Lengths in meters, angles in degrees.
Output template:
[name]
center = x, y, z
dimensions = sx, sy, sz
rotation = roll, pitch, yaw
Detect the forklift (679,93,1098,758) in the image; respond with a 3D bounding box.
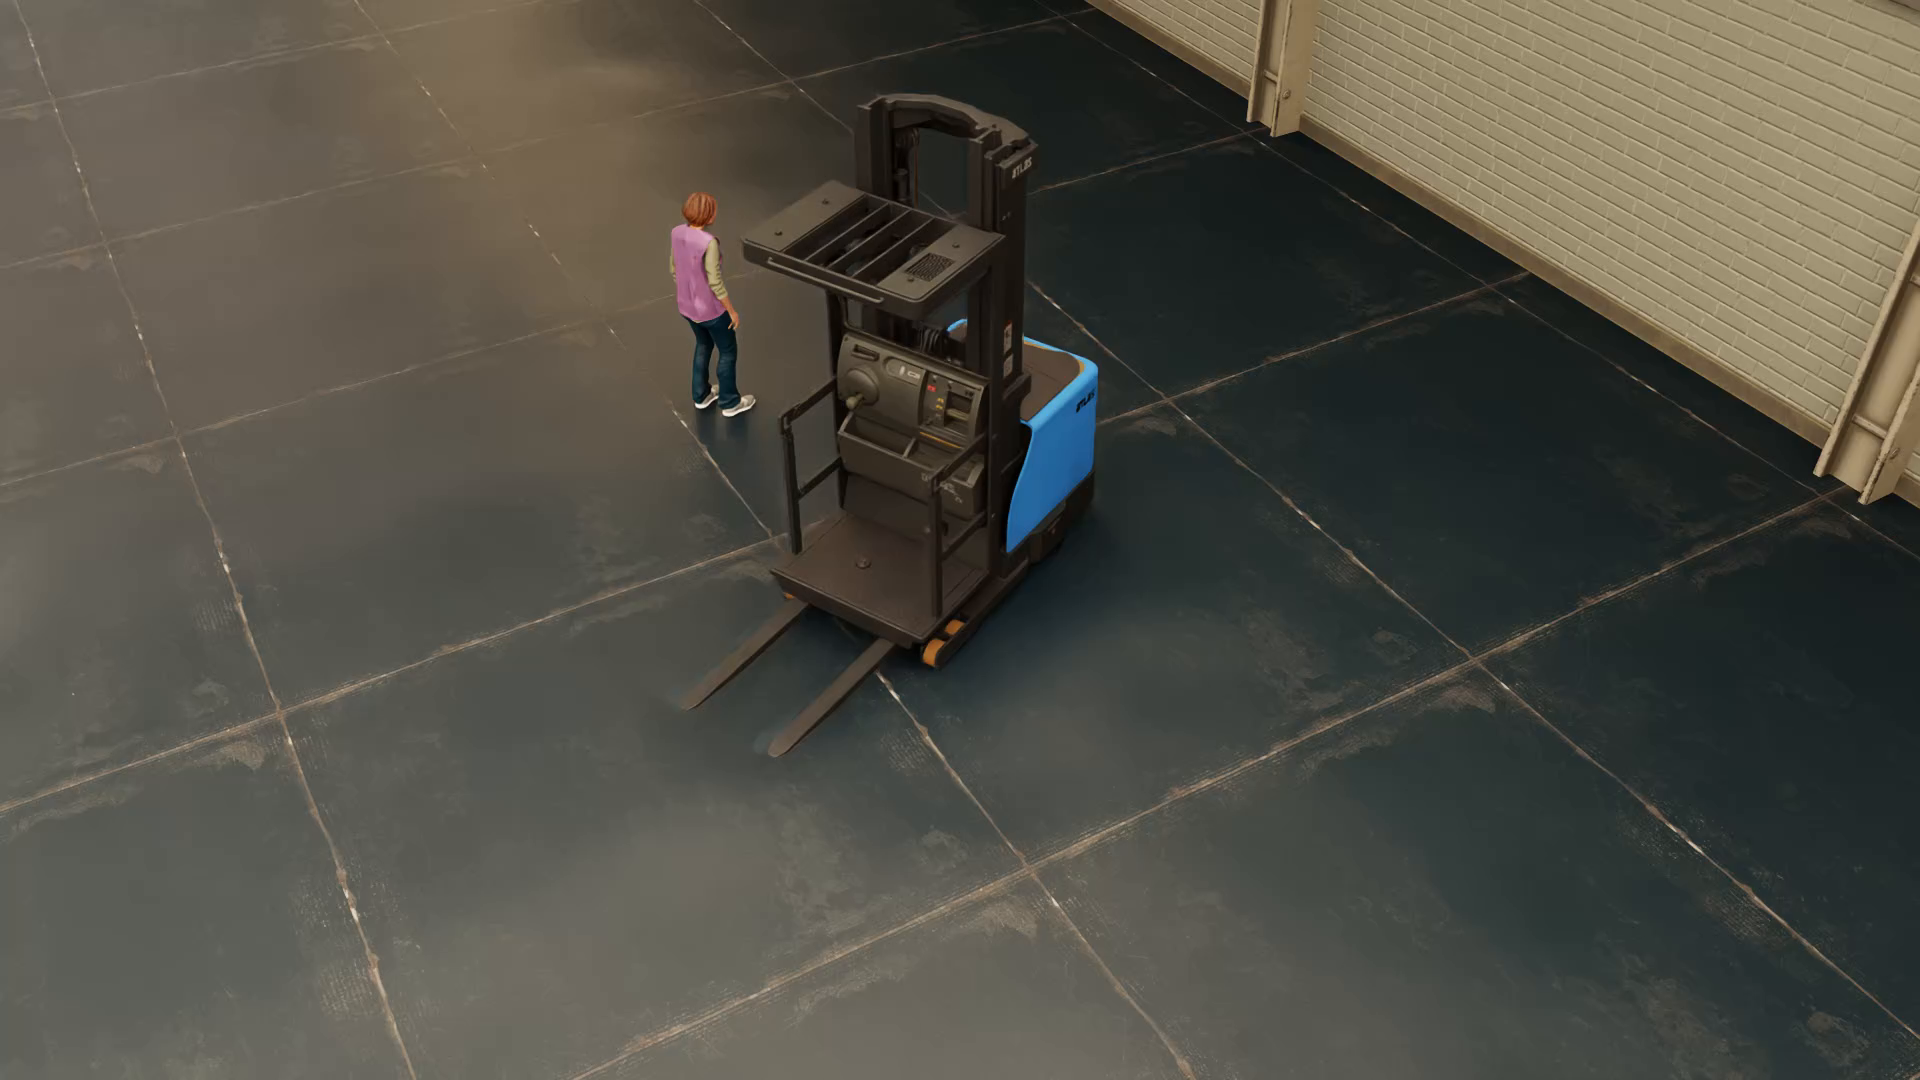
[forklift]
center = -0.392, -0.750, 8.940
dimensions = 1.130, 2.935, 3.031
rotation = 23, 45, 25

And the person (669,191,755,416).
[person]
center = -1.656, -1.544, 10.949
dimensions = 0.523, 1.592, 0.371
rotation = 28, 47, 29
